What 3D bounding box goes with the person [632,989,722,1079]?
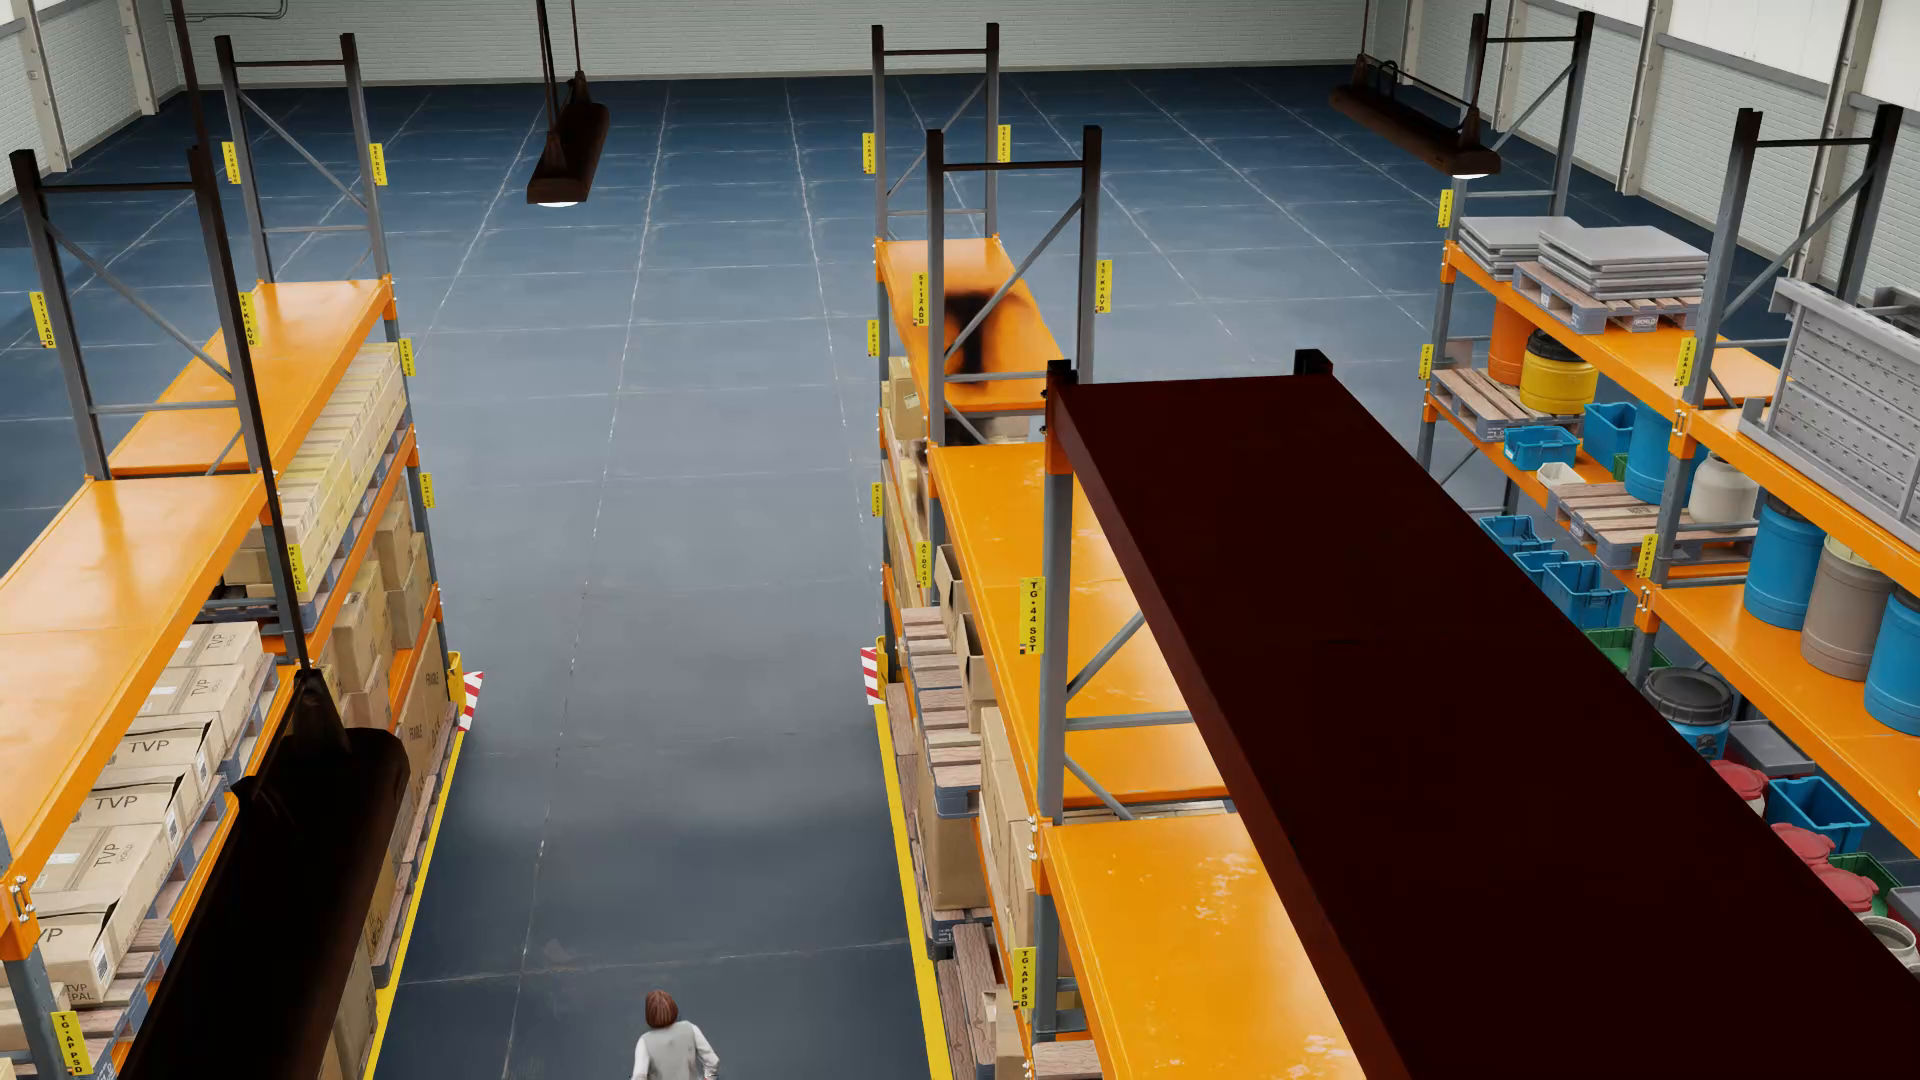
[{"bbox_3d":[-1.574,3.417,9.608,0.550,1.553,0.858,-16,30,-30],"label":"person"}]
